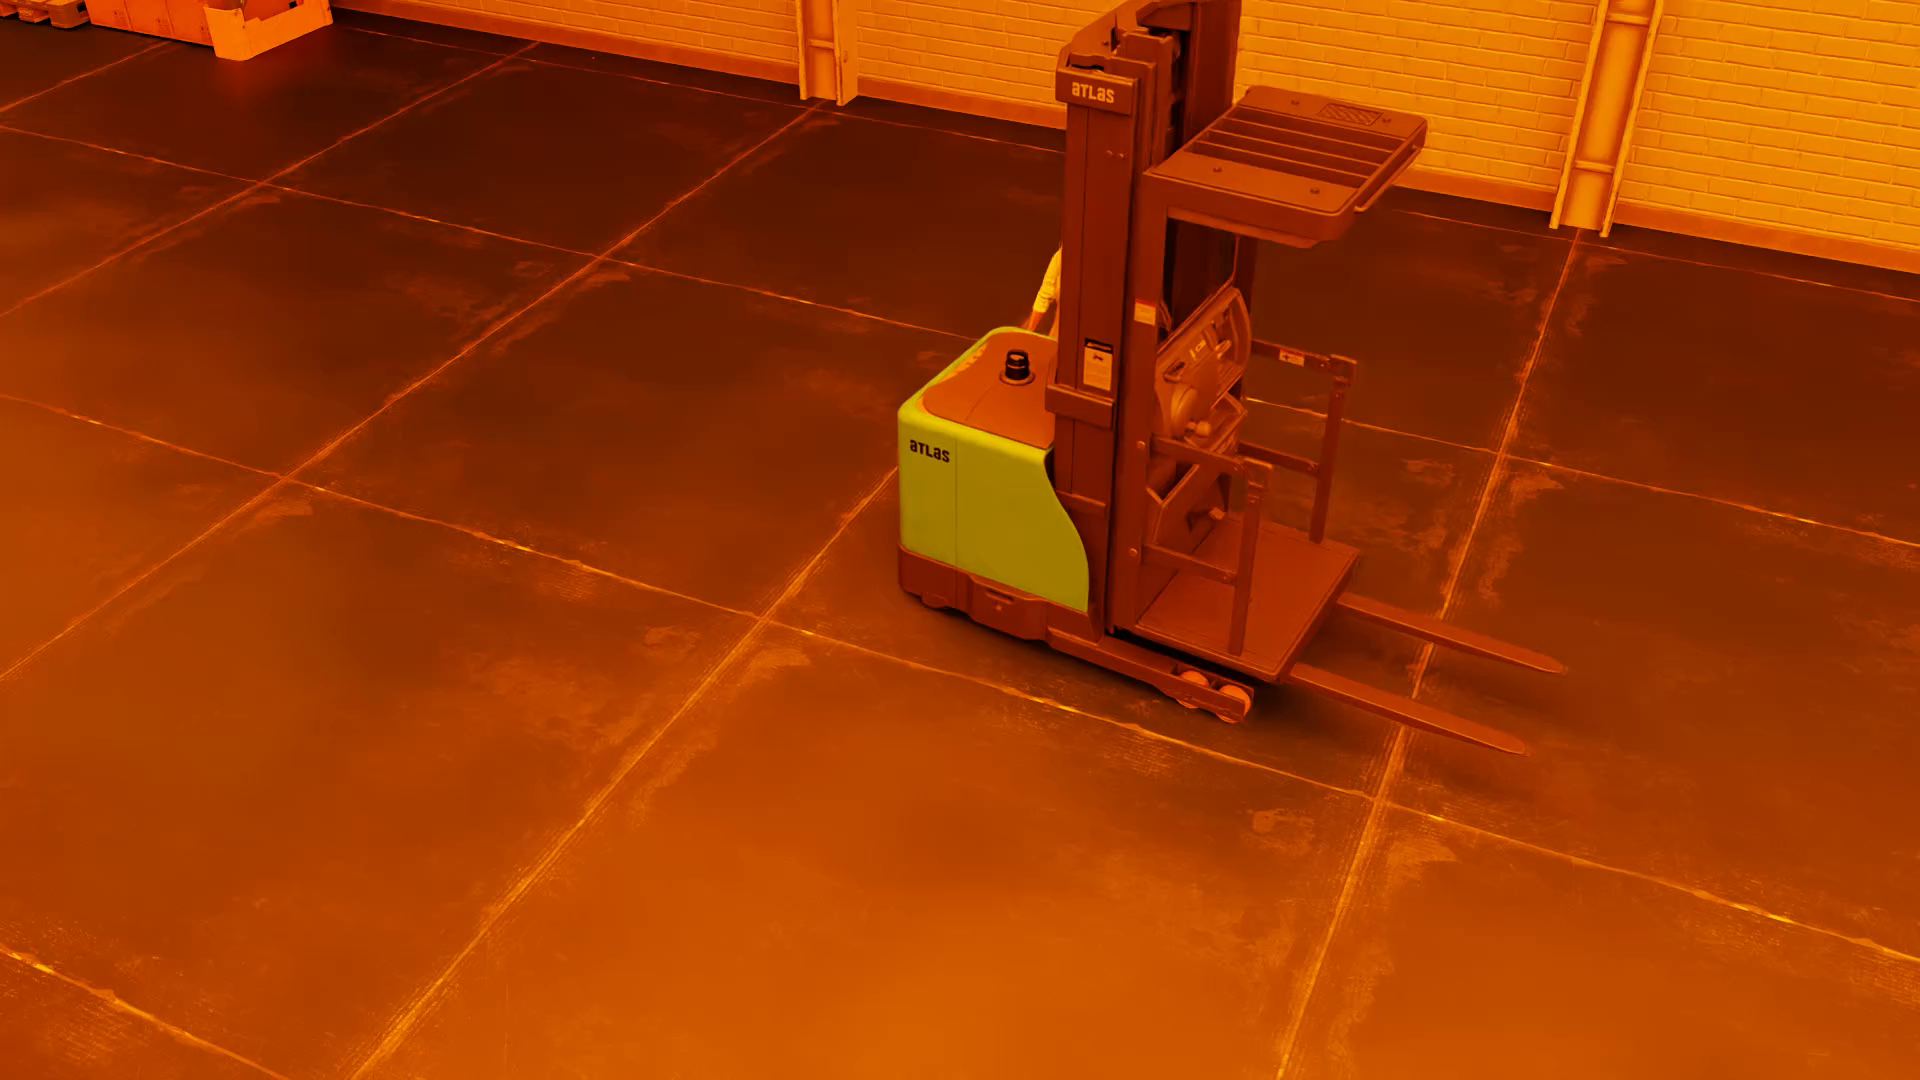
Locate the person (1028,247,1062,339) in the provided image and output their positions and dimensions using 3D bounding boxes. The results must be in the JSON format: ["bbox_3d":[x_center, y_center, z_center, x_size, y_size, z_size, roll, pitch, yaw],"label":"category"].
[{"bbox_3d":[0.639,-0.984,8.647,0.654,1.564,0.354,16,39,21],"label":"person"}]

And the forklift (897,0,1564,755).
[{"bbox_3d":[1.228,-0.728,7.107,3.031,2.935,1.130,19,40,24],"label":"forklift"}]
